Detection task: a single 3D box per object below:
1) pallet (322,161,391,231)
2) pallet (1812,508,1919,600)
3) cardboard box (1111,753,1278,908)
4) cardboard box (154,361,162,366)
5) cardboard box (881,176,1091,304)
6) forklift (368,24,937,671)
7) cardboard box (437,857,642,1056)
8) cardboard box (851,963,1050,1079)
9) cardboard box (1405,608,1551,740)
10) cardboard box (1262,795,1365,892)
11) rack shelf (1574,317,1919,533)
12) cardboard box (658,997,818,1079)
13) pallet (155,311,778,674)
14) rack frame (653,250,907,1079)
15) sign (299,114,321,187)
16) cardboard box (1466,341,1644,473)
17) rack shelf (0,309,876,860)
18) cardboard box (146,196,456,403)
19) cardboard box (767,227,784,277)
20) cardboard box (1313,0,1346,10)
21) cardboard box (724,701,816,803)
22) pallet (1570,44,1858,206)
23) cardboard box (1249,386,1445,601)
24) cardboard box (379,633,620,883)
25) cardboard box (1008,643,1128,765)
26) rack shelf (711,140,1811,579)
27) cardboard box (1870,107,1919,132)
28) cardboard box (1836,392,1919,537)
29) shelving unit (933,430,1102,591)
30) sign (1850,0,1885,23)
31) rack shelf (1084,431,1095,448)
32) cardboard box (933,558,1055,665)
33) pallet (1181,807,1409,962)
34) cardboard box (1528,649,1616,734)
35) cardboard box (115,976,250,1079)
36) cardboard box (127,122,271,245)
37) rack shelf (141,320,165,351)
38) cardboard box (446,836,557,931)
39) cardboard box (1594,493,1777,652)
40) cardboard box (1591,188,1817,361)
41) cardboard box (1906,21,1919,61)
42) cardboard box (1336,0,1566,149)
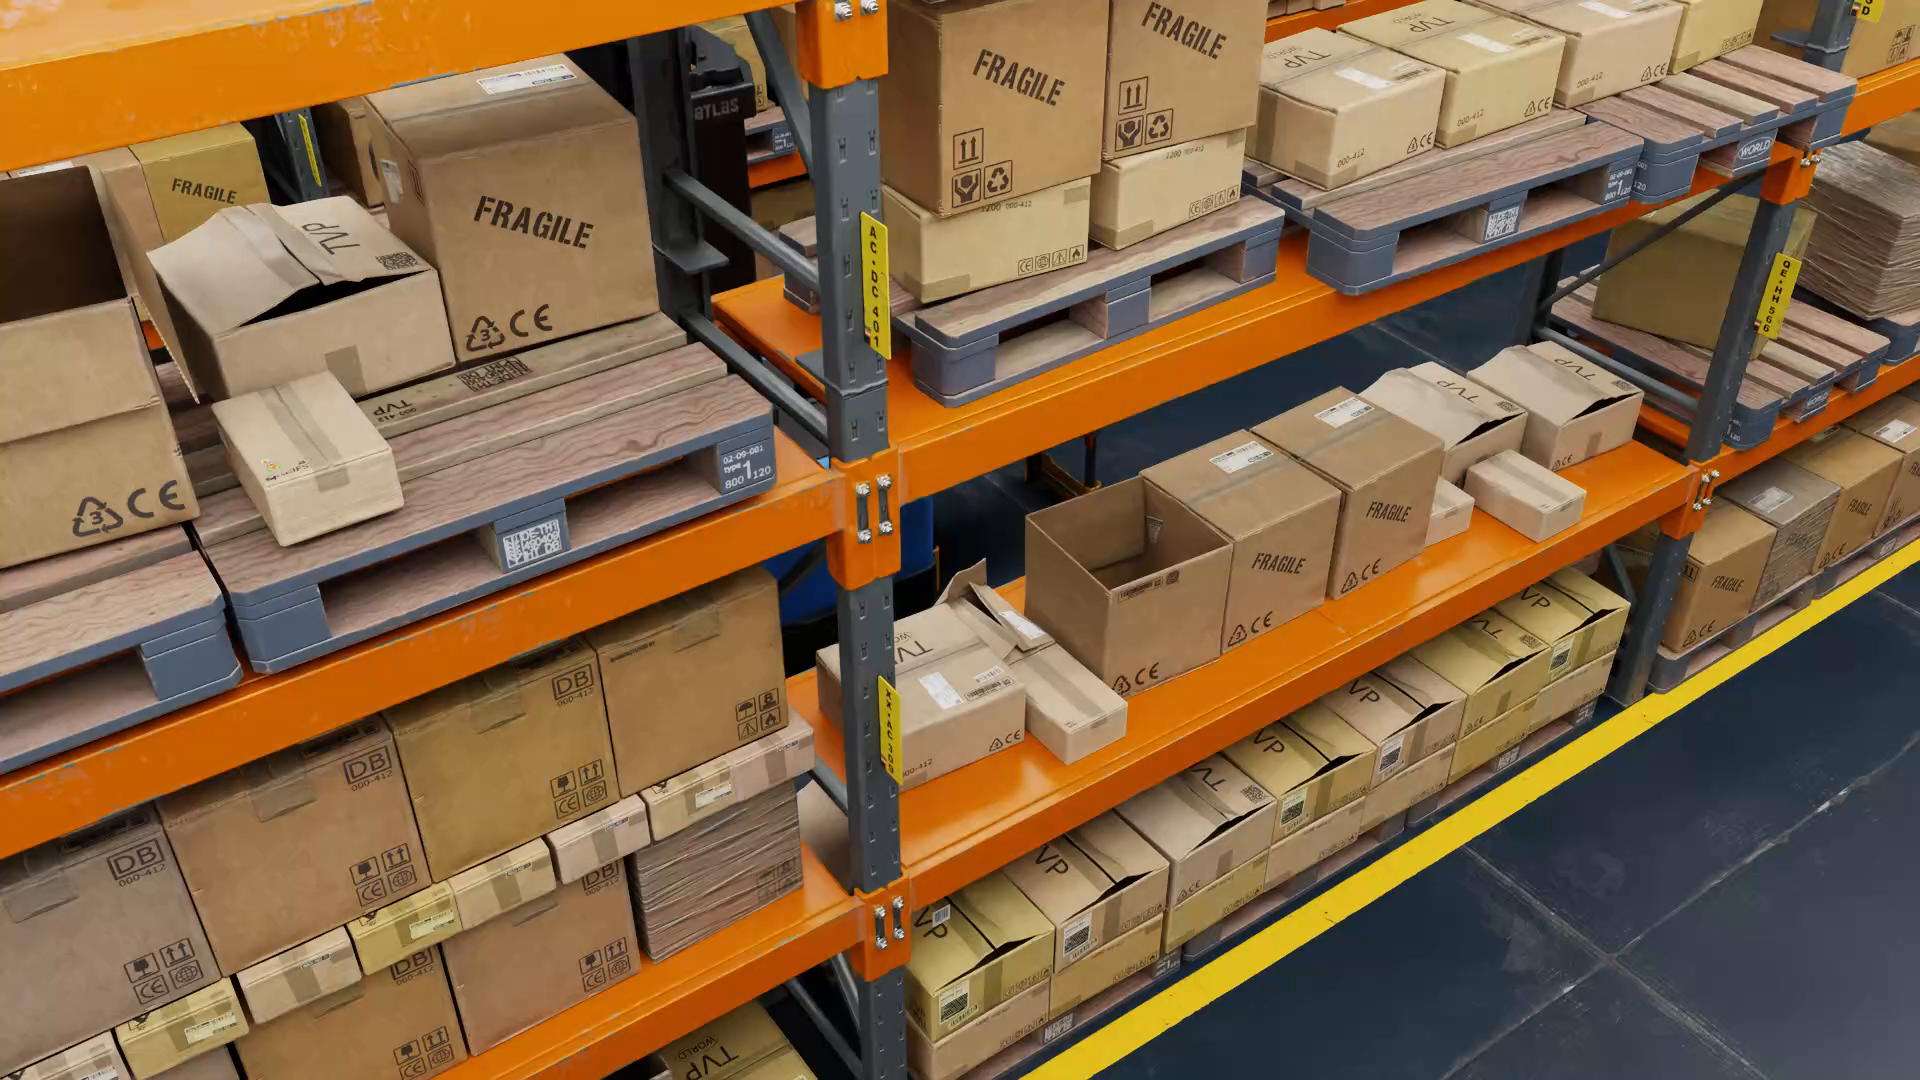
[{"bbox_3d":[-2.656,-1.839,8.716,1.213,0.211,1.003,-22,41,-28],"label":"pallet"},{"bbox_3d":[4.390,-0.221,8.690,1.213,0.211,1.003,-22,41,-28],"label":"pallet"},{"bbox_3d":[0.808,0.991,6.131,0.500,0.311,0.500,-24,42,-29],"label":"cardboard box"},{"bbox_3d":[-4.190,-0.525,8.488,0.500,0.500,0.500,-26,43,-31],"label":"cardboard box"},{"bbox_3d":[0.002,-0.896,4.441,0.500,0.250,0.500,-18,39,-23],"label":"cardboard box"},{"bbox_3d":[-1.621,-0.591,6.875,3.031,2.935,1.130,-21,41,-27],"label":"forklift"},{"bbox_3d":[-1.294,0.926,4.622,0.500,0.500,0.700,-23,42,-28],"label":"cardboard box"},{"bbox_3d":[-0.035,1.562,5.818,0.500,0.250,0.500,-23,42,-29],"label":"cardboard box"},{"bbox_3d":[2.055,0.478,6.845,0.500,0.311,0.500,-23,42,-29],"label":"cardboard box"},{"bbox_3d":[1.222,1.044,6.537,0.500,0.250,0.500,-22,41,-27],"label":"cardboard box"},{"bbox_3d":[4.397,-1.093,8.130,4.000,0.370,1.077,-22,41,-28],"label":"rack shelf"},{"bbox_3d":[-0.761,1.840,5.432,0.500,0.250,0.500,-22,41,-28],"label":"cardboard box"},{"bbox_3d":[-1.190,-0.249,3.847,1.213,0.211,1.003,-22,41,-28],"label":"pallet"},{"bbox_3d":[-0.508,0.634,5.113,0.127,3.000,1.000,-22,41,-28],"label":"rack frame"},{"bbox_3d":[-3.046,-1.824,7.790,0.005,0.325,0.100,-22,41,-28],"label":"sign"},{"bbox_3d":[2.439,-0.574,6.869,0.500,0.311,0.500,-20,40,-25],"label":"cardboard box"},{"bbox_3d":[-2.142,0.381,3.512,4.000,0.370,1.077,-22,41,-28],"label":"rack shelf"},{"bbox_3d":[-1.513,-0.550,3.787,0.500,0.311,0.500,-25,43,-30],"label":"cardboard box"},{"bbox_3d":[-1.141,-1.854,10.336,0.500,0.500,0.700,-22,41,-28],"label":"cardboard box"},{"bbox_3d":[2.449,-3.799,11.474,0.250,0.149,0.380,-22,41,-28],"label":"cardboard box"},{"bbox_3d":[-0.607,0.523,4.626,0.250,0.149,0.380,-22,41,-28],"label":"cardboard box"},{"bbox_3d":[2.259,-1.582,5.787,1.003,0.211,1.213,-20,40,-26],"label":"pallet"},{"bbox_3d":[1.400,-0.180,6.159,0.500,0.500,0.500,-25,42,-30],"label":"cardboard box"},{"bbox_3d":[-1.279,0.389,4.257,0.500,0.500,0.700,-22,41,-28],"label":"cardboard box"},{"bbox_3d":[0.334,0.535,5.466,0.250,0.149,0.380,-22,41,-28],"label":"cardboard box"},{"bbox_3d":[1.127,-0.965,5.383,4.000,0.370,1.077,-22,41,-28],"label":"rack shelf"},{"bbox_3d":[4.990,-1.954,8.266,0.500,0.500,0.700,-16,39,-21],"label":"cardboard box"},{"bbox_3d":[4.560,-0.415,8.336,0.500,0.500,0.500,-24,42,-29],"label":"cardboard box"},{"bbox_3d":[0.123,-0.654,8.188,1.083,1.500,0.587,-21,41,-27],"label":"shelving unit"},{"bbox_3d":[3.075,-1.904,5.562,0.005,0.325,0.100,-22,41,-28],"label":"sign"},{"bbox_3d":[0.116,-0.505,8.289,1.000,0.185,0.538,-21,41,-27],"label":"rack shelf"},{"bbox_3d":[0.105,0.305,5.686,0.258,0.266,0.396,-23,42,-29],"label":"cardboard box"},{"bbox_3d":[1.070,1.086,6.872,1.213,0.211,1.003,-22,41,-28],"label":"pallet"},{"bbox_3d":[2.472,0.527,7.256,0.500,0.250,0.500,-21,41,-27],"label":"cardboard box"},{"bbox_3d":[-1.861,1.040,3.906,0.250,0.149,0.380,-21,41,-26],"label":"cardboard box"},{"bbox_3d":[-3.573,-1.674,7.792,0.500,0.500,0.500,-22,41,-28],"label":"cardboard box"},{"bbox_3d":[-4.999,-0.765,7.674,4.000,0.370,1.077,-22,41,-28],"label":"rack shelf"},{"bbox_3d":[-1.236,0.784,4.264,0.250,0.149,0.380,-22,41,-28],"label":"cardboard box"},{"bbox_3d":[3.299,0.108,7.609,0.500,0.500,0.500,-21,41,-26],"label":"cardboard box"},{"bbox_3d":[3.212,-1.189,7.202,0.700,0.500,0.500,23,41,28],"label":"cardboard box"},{"bbox_3d":[3.516,-2.305,6.544,0.500,0.500,0.910,-22,41,-28],"label":"cardboard box"},{"bbox_3d":[1.531,-1.488,5.263,0.500,0.250,0.500,-23,42,-29],"label":"cardboard box"}]
